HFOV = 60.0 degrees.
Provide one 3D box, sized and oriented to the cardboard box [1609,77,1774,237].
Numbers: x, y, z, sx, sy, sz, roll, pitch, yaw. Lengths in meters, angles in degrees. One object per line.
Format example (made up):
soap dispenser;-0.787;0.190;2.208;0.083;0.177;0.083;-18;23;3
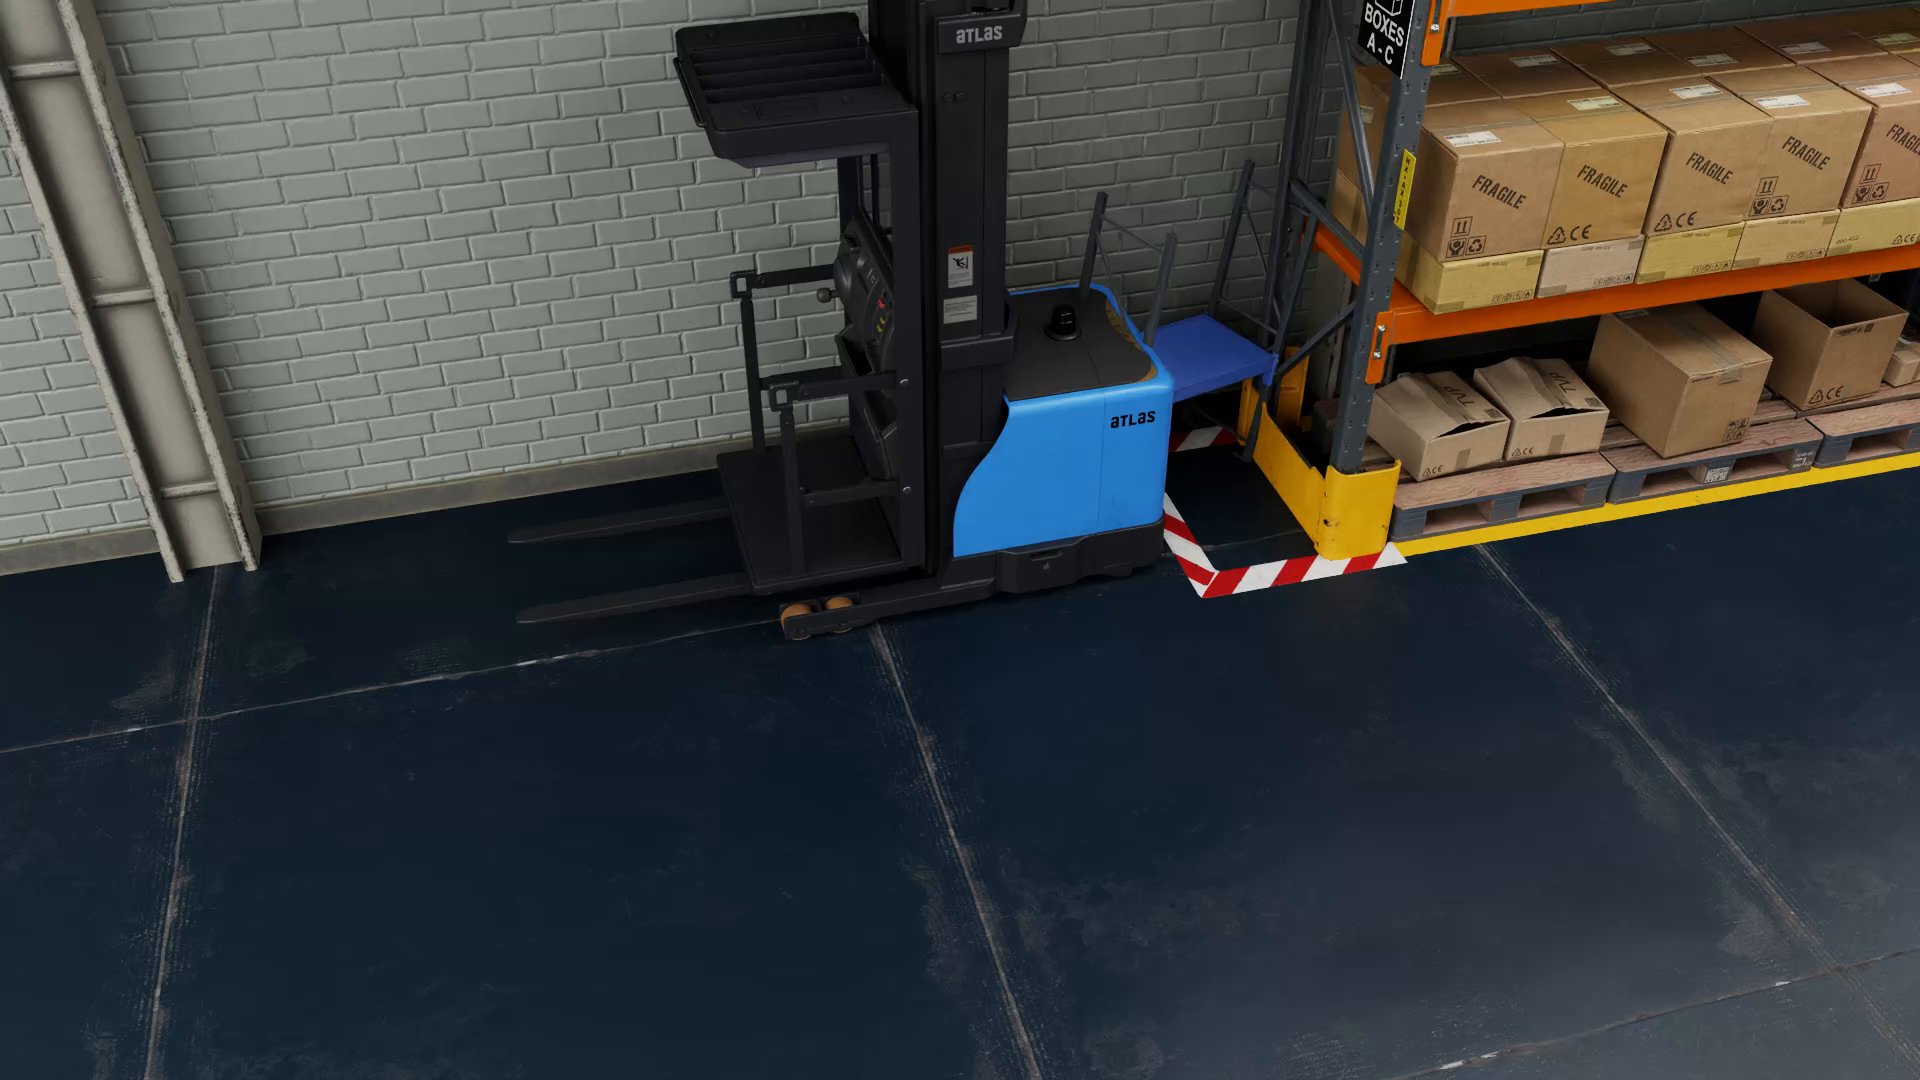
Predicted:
cardboard box;3.236;-1.737;7.521;0.500;0.500;0.500;-11;39;-13

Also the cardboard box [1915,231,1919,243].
cardboard box;4.717;-1.696;8.085;0.500;0.250;0.500;-9;38;-12

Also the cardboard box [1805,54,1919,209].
cardboard box;4.233;-1.909;7.745;0.500;0.500;0.500;-10;39;-13

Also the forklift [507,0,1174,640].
forklift;-0.600;-1.063;7.206;3.031;2.935;1.130;-10;38;-12

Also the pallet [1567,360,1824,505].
pallet;3.759;-0.644;8.898;1.213;0.211;1.003;-9;38;-12

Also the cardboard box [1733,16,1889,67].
cardboard box;4.087;-2.213;8.144;0.500;0.500;0.500;-8;38;-11

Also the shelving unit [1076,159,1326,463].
shelving unit;1.082;-1.001;8.190;1.048;1.500;0.538;-20;45;-36

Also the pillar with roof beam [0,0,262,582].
pillar with roof beam;-2.503;-0.966;2.086;0.400;9.000;9.100;-9;38;-12

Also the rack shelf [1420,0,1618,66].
rack shelf;3.647;-2.663;7.365;4.000;0.370;1.077;-9;38;-12

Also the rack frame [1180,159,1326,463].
rack frame;1.471;-1.142;8.486;0.032;1.500;0.500;-20;45;-36

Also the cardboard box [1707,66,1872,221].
cardboard box;3.731;-1.826;7.637;0.500;0.500;0.500;-8;38;-11

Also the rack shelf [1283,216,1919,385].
rack shelf;3.647;-1.472;8.277;4.000;0.370;1.077;-9;38;-12

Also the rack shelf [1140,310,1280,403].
rack shelf;1.057;-0.855;8.293;1.000;0.185;0.538;-20;45;-36

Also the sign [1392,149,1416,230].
sign;1.858;-1.466;6.965;0.005;0.325;0.100;-9;38;-12

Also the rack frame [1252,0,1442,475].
rack frame;1.716;-1.441;7.644;0.127;3.000;1.000;-9;38;-12

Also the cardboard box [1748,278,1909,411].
cardboard box;4.586;-1.069;8.853;0.500;0.500;0.500;-12;39;-15

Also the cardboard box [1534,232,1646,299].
cardboard box;2.768;-1.371;7.660;0.500;0.250;0.500;-10;39;-13

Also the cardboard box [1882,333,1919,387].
cardboard box;5.069;-1.022;9.066;0.250;0.166;0.380;-14;40;-18

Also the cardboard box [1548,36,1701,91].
cardboard box;3.103;-2.045;7.923;0.500;0.500;0.500;-10;39;-13

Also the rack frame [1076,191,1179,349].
rack frame;0.693;-0.859;7.895;0.032;1.500;0.500;-20;45;-36

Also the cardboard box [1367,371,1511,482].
cardboard box;2.408;-0.604;8.402;0.500;0.311;0.500;-14;39;-17

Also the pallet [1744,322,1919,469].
pallet;4.939;-0.840;9.153;1.213;0.211;1.003;-9;38;-12

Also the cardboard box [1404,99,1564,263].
cardboard box;2.256;-1.586;7.324;0.500;0.500;0.500;-9;38;-12

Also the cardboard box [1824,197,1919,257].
cardboard box;4.235;-1.607;7.969;0.500;0.250;0.500;-10;38;-12

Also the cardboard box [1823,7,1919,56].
cardboard box;4.569;-2.289;8.243;0.500;0.500;0.500;-10;38;-12

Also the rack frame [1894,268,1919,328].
rack frame;5.578;-2.074;8.472;0.127;3.000;1.000;-9;38;-12

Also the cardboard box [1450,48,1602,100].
cardboard box;2.605;-1.960;7.813;0.500;0.500;0.500;-9;38;-11

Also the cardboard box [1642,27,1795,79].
cardboard box;3.589;-2.125;8.028;0.500;0.500;0.500;-9;38;-11

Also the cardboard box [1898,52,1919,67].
cardboard box;4.722;-1.982;7.841;0.500;0.500;0.500;-10;38;-12

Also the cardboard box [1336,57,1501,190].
cardboard box;2.116;-1.886;7.716;0.500;0.500;0.500;-10;38;-12

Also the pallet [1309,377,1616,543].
pallet;2.583;-0.453;8.648;1.213;0.211;1.003;-9;38;-12

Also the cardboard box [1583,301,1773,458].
cardboard box;3.679;-0.857;8.576;0.500;0.500;0.700;-12;39;-15

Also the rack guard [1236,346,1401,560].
rack guard;1.790;-0.460;8.419;0.348;0.500;1.175;-9;38;-12

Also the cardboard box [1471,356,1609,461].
cardboard box;2.958;-0.695;8.520;0.500;0.311;0.500;-6;38;-8

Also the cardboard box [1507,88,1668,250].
cardboard box;2.735;-1.659;7.419;0.500;0.500;0.500;-9;38;-12

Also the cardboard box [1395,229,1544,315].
cardboard box;2.270;-1.280;7.541;0.500;0.250;0.500;-10;39;-13

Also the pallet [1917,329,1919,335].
pallet;6.329;-1.091;9.482;1.213;0.211;1.003;-9;38;-12

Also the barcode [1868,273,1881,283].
barcode;4.994;-1.439;9.073;0.075;0.075;0.001;-9;38;-12

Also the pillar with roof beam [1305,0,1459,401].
pillar with roof beam;3.289;-1.917;3.329;0.400;9.000;9.100;-9;38;-12

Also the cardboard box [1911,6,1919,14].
cardboard box;5.070;-2.369;8.347;0.500;0.500;0.500;-10;39;-13

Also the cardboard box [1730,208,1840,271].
cardboard box;3.750;-1.527;7.864;0.500;0.250;0.500;-9;38;-12

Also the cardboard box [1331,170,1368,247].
cardboard box;2.117;-1.577;7.929;0.500;0.250;0.500;-9;38;-11

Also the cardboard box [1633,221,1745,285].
cardboard box;3.261;-1.448;7.761;0.500;0.250;0.500;-10;39;-13

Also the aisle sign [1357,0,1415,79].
aisle sign;1.725;-2.286;6.609;0.004;0.787;0.394;-9;38;-12

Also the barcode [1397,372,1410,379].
barcode;2.321;-0.846;8.709;0.075;0.075;0.001;-9;38;-12
